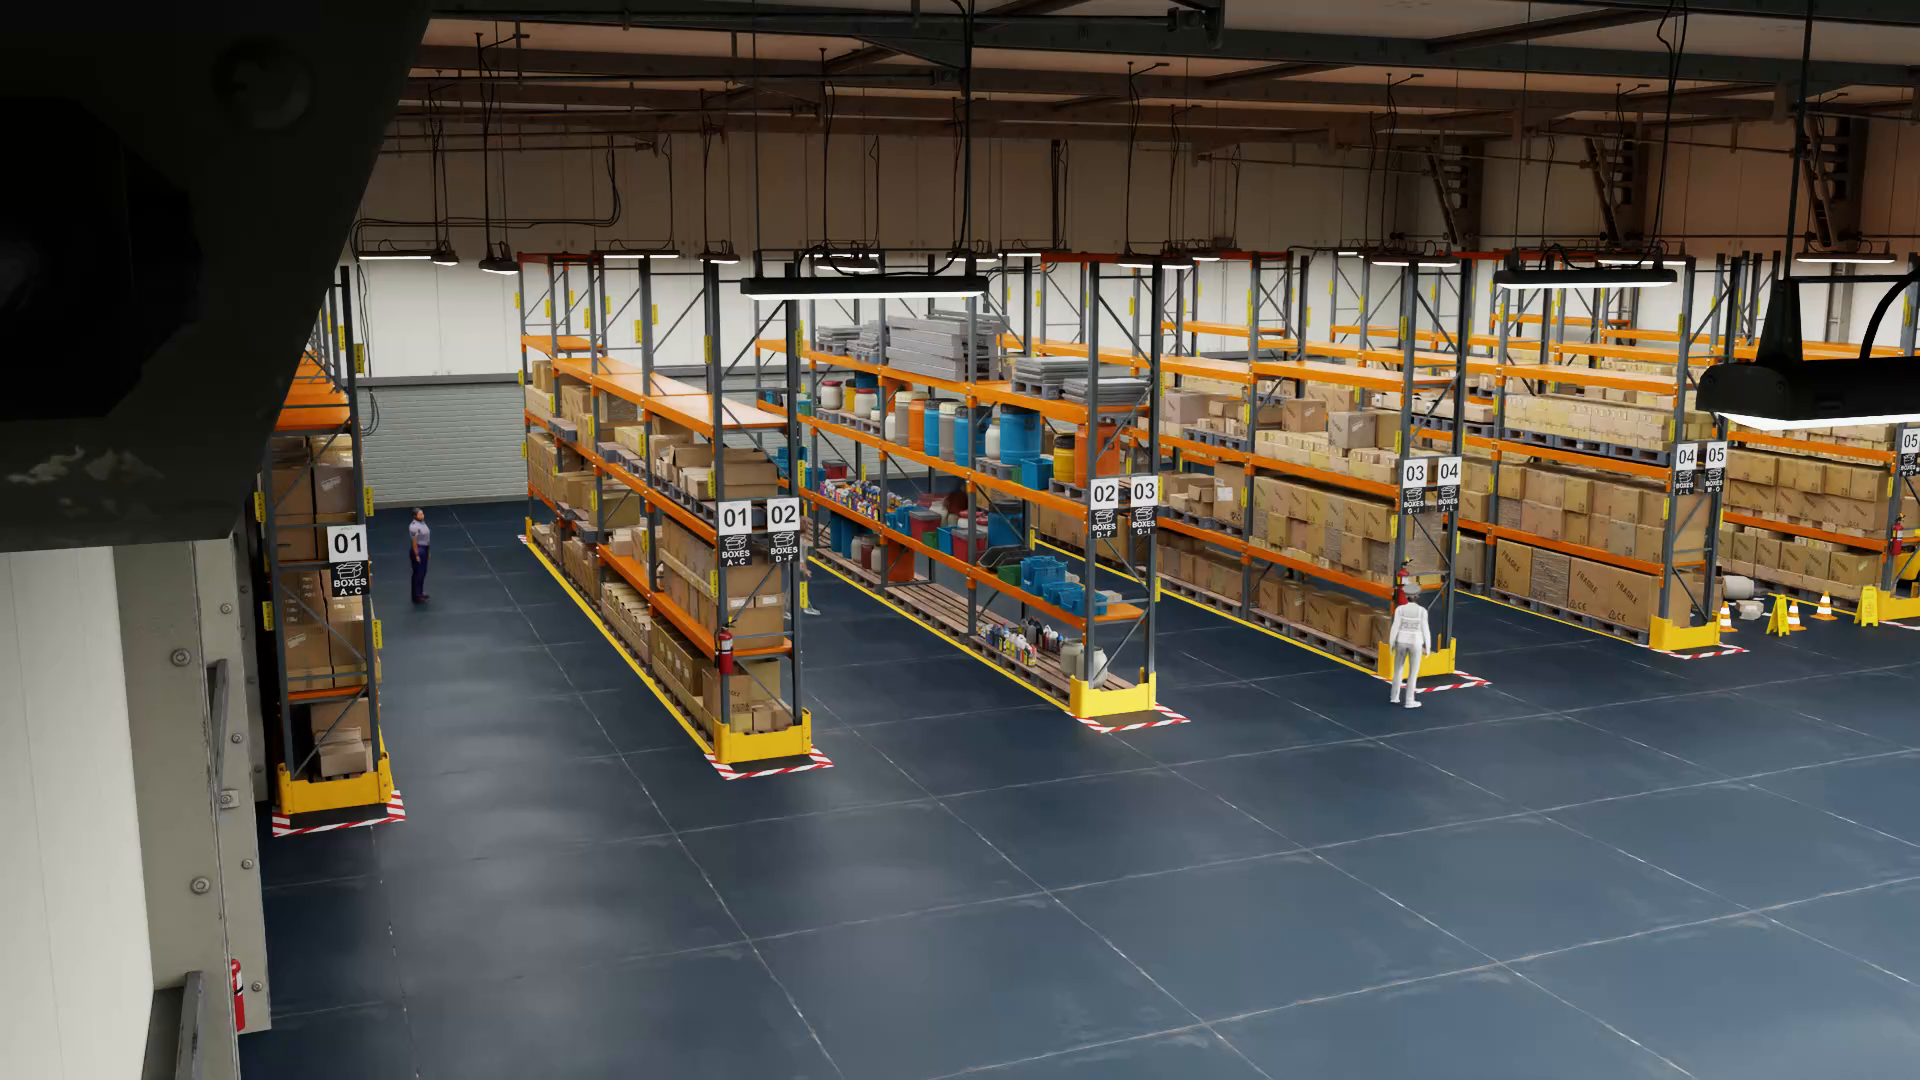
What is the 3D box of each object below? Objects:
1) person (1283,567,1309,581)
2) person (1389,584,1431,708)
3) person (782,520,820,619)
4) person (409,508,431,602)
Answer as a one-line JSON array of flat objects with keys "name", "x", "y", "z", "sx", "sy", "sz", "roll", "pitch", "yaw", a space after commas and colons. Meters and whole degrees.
[{"name": "person", "x": 6.290, "y": -0.157, "z": 30.990, "sx": 0.550, "sy": 1.826, "sz": 0.363, "roll": 5, "pitch": 12, "yaw": 27}, {"name": "person", "x": 6.126, "y": 1.439, "z": 22.592, "sx": 0.548, "sy": 1.706, "sz": 0.435, "roll": 5, "pitch": 12, "yaw": 27}, {"name": "person", "x": -2.572, "y": 0.463, "z": 26.568, "sx": 0.568, "sy": 1.598, "sz": 0.595, "roll": 1, "pitch": 10, "yaw": 5}, {"name": "person", "x": -9.472, "y": 0.257, "z": 29.175, "sx": 0.380, "sy": 1.682, "sz": 0.495, "roll": -3, "pitch": 11, "yaw": -18}]
